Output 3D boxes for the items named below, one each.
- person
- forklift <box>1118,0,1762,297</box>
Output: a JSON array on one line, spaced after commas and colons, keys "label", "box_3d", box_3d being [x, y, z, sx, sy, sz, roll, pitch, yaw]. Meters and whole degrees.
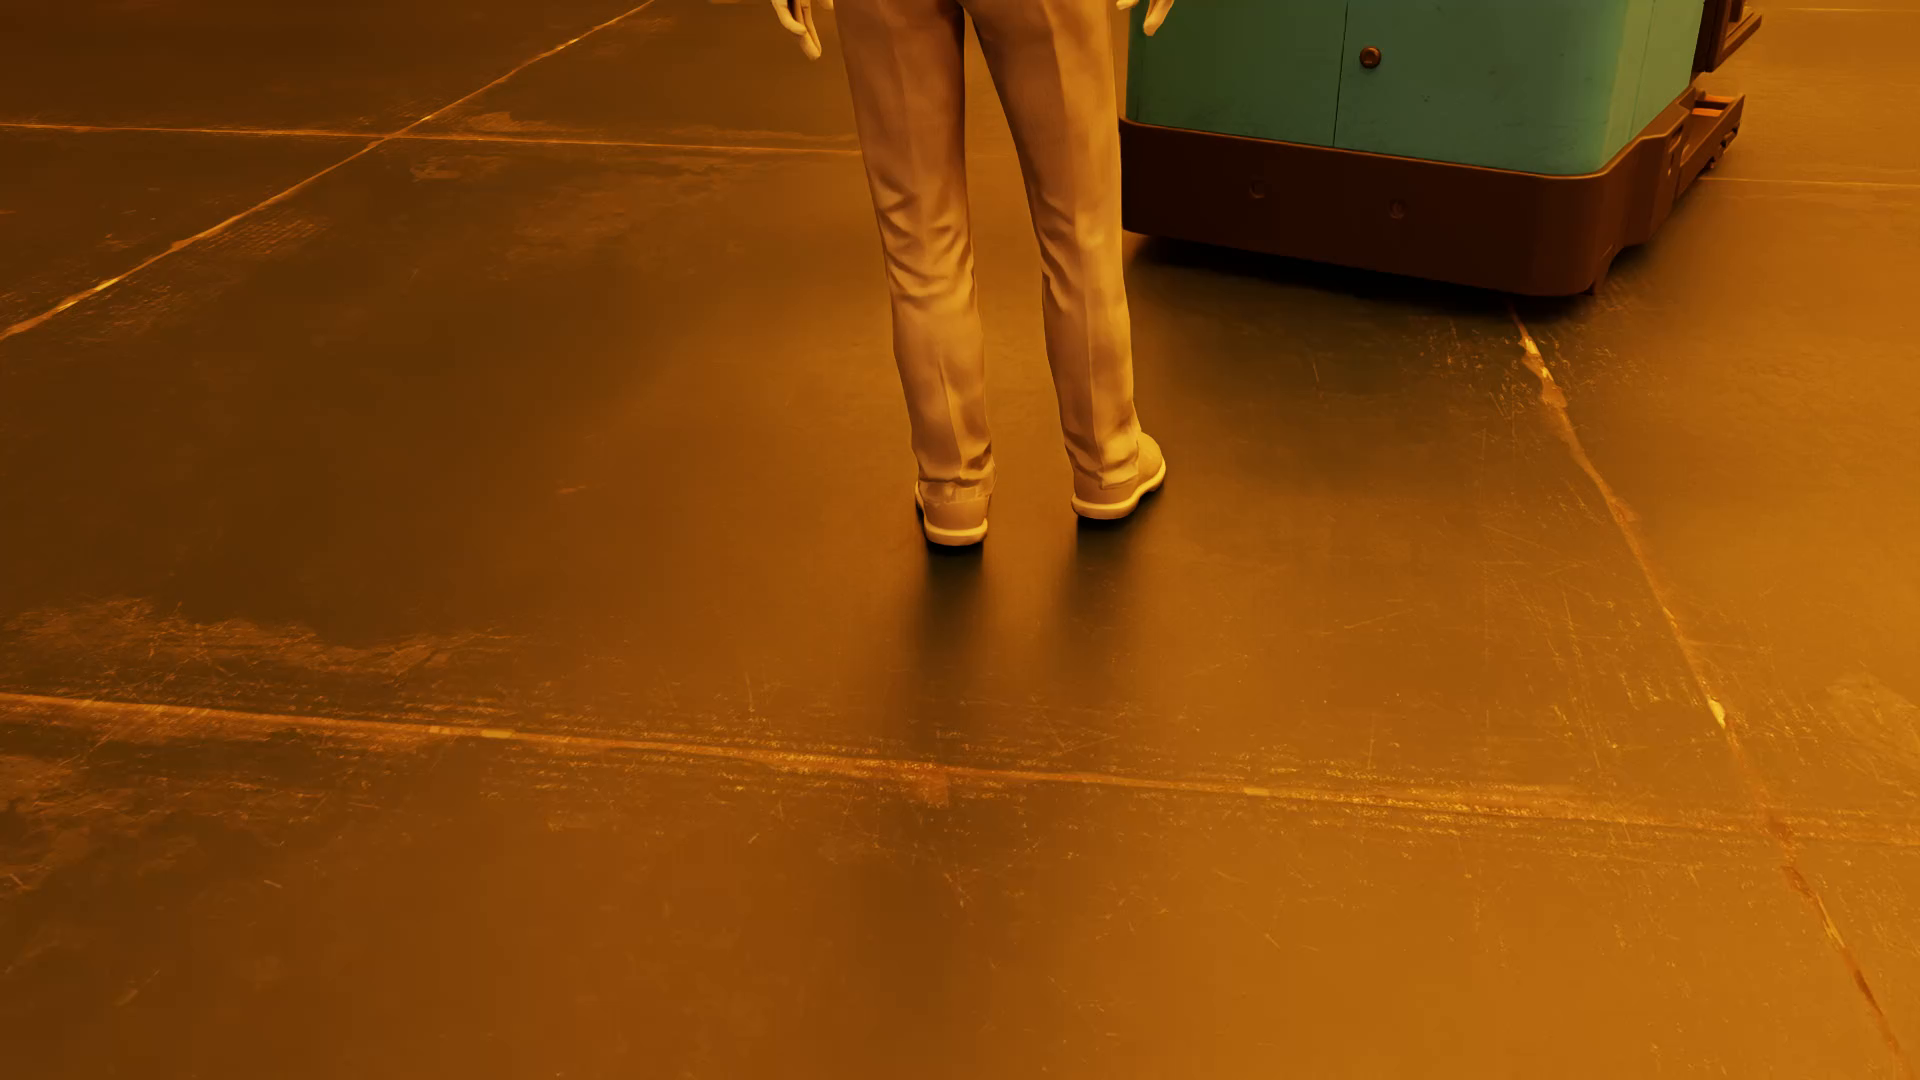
[{"label": "person", "box_3d": [0.016, -0.794, 2.178, 0.586, 1.694, 0.531, 3, 27, 7]}, {"label": "forklift", "box_3d": [1.541, -2.412, 4.052, 1.130, 2.935, 3.031, 15, 30, 27]}]
